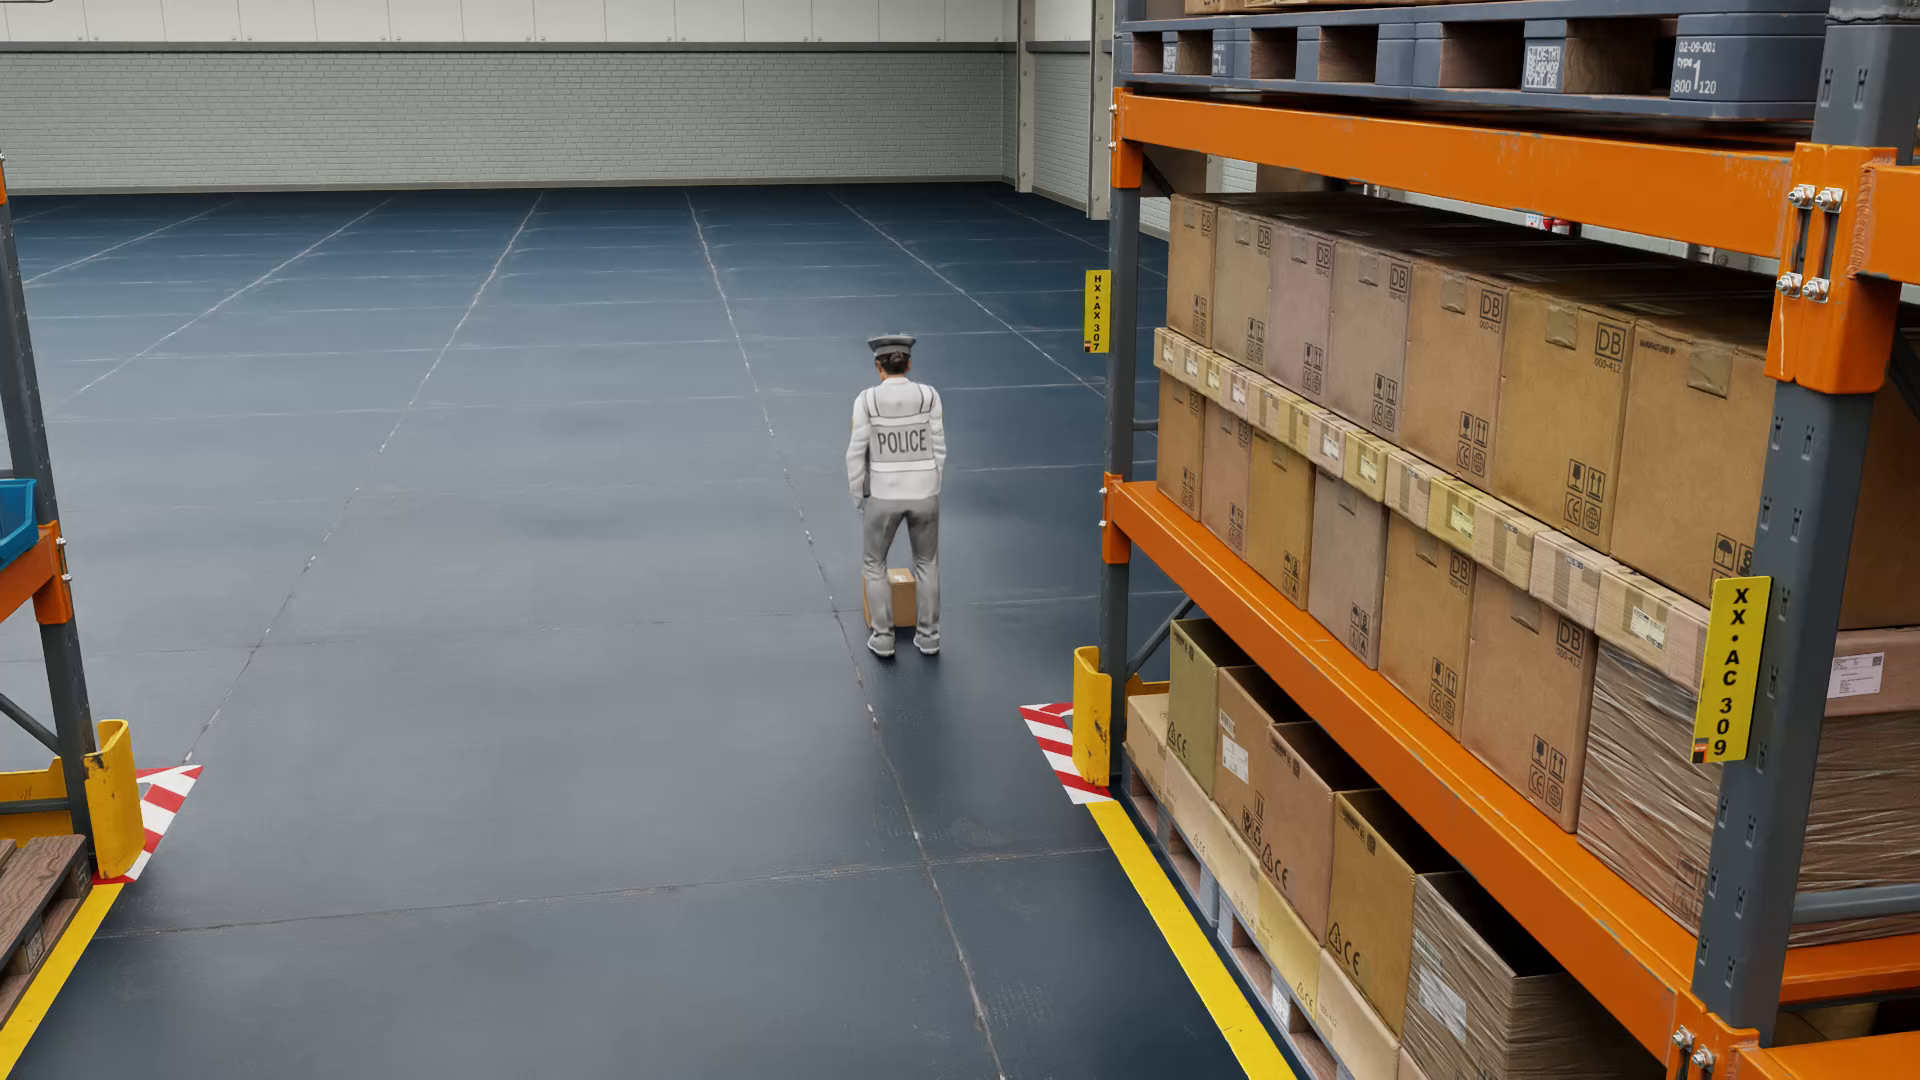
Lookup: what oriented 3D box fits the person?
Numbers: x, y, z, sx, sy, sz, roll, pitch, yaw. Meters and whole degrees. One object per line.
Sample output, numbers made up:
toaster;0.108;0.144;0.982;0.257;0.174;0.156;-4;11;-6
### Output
person;-0.319;-0.212;8.340;0.500;1.626;0.446;-3;17;-9
